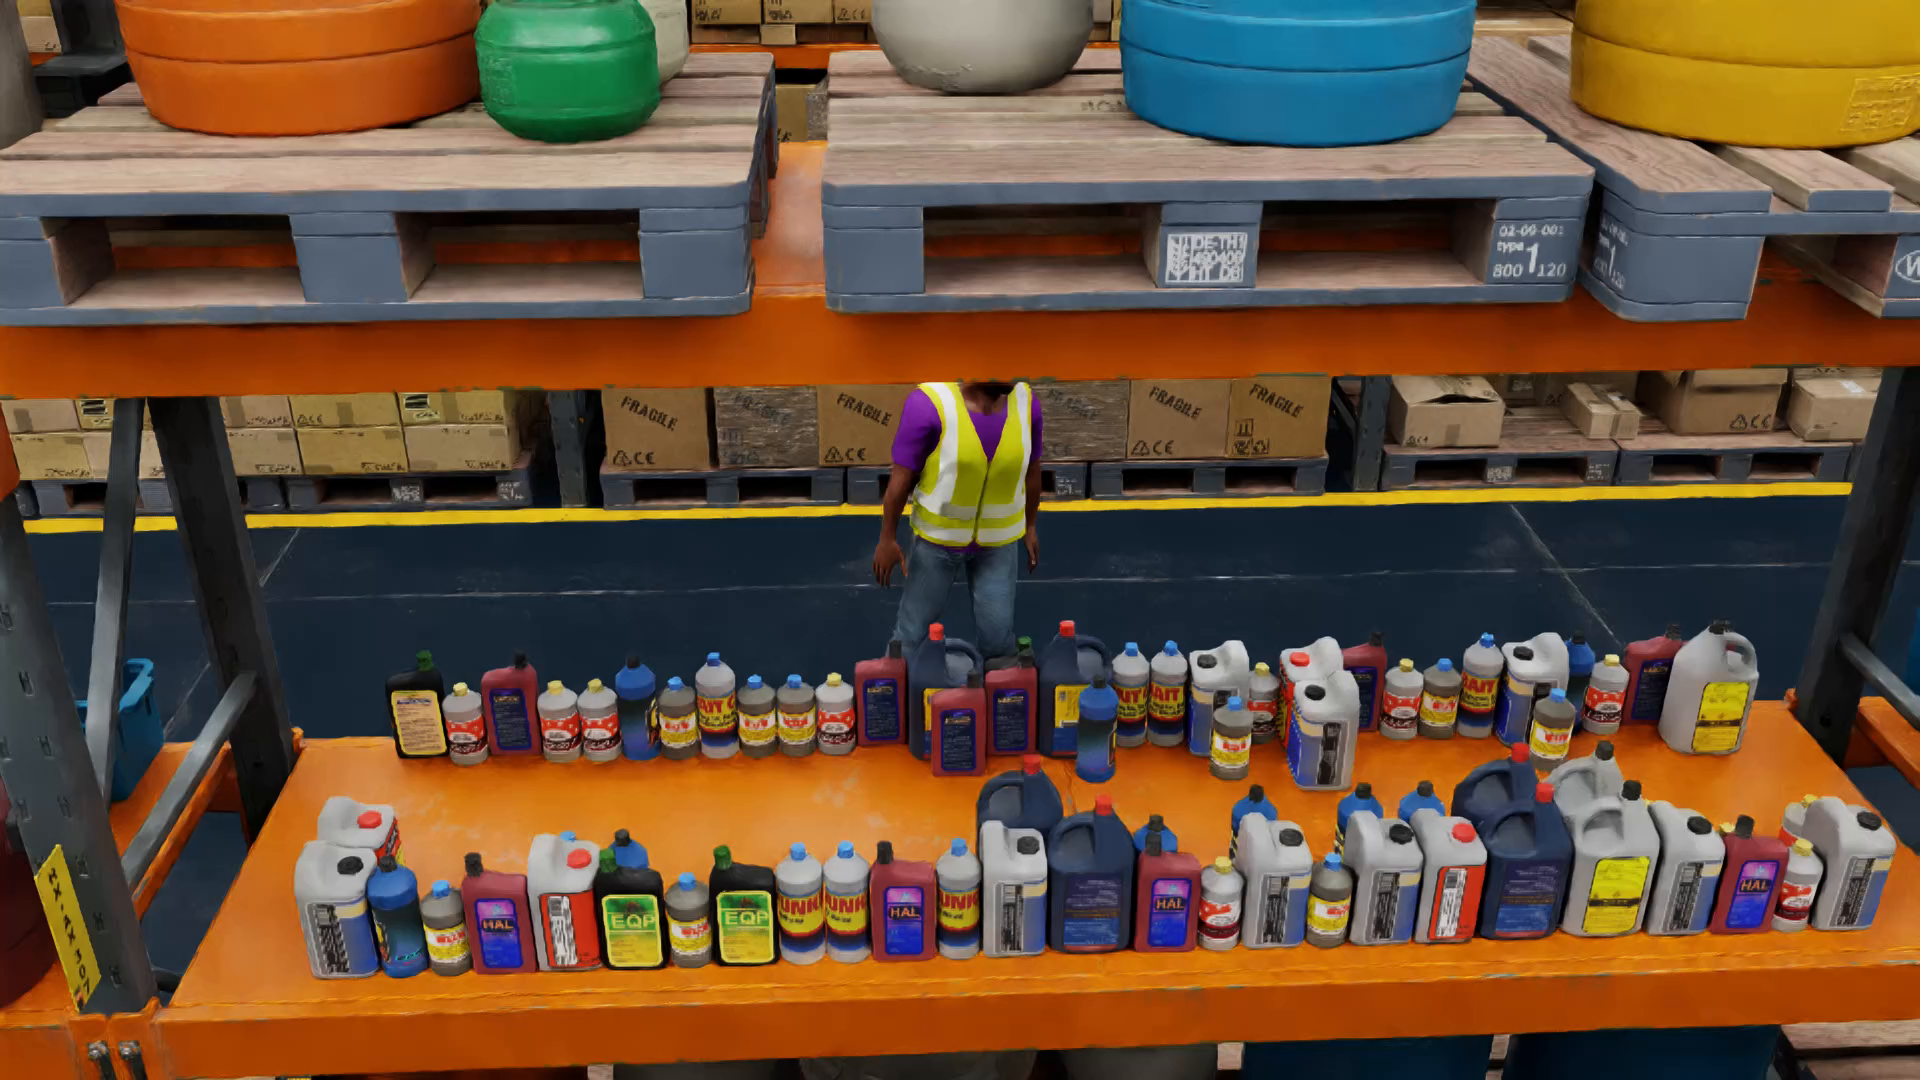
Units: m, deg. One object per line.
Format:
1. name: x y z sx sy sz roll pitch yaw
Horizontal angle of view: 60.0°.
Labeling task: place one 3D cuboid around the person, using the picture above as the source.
1. person: -0.011 -0.009 6.130 0.684 1.733 0.523 -4 28 -8
